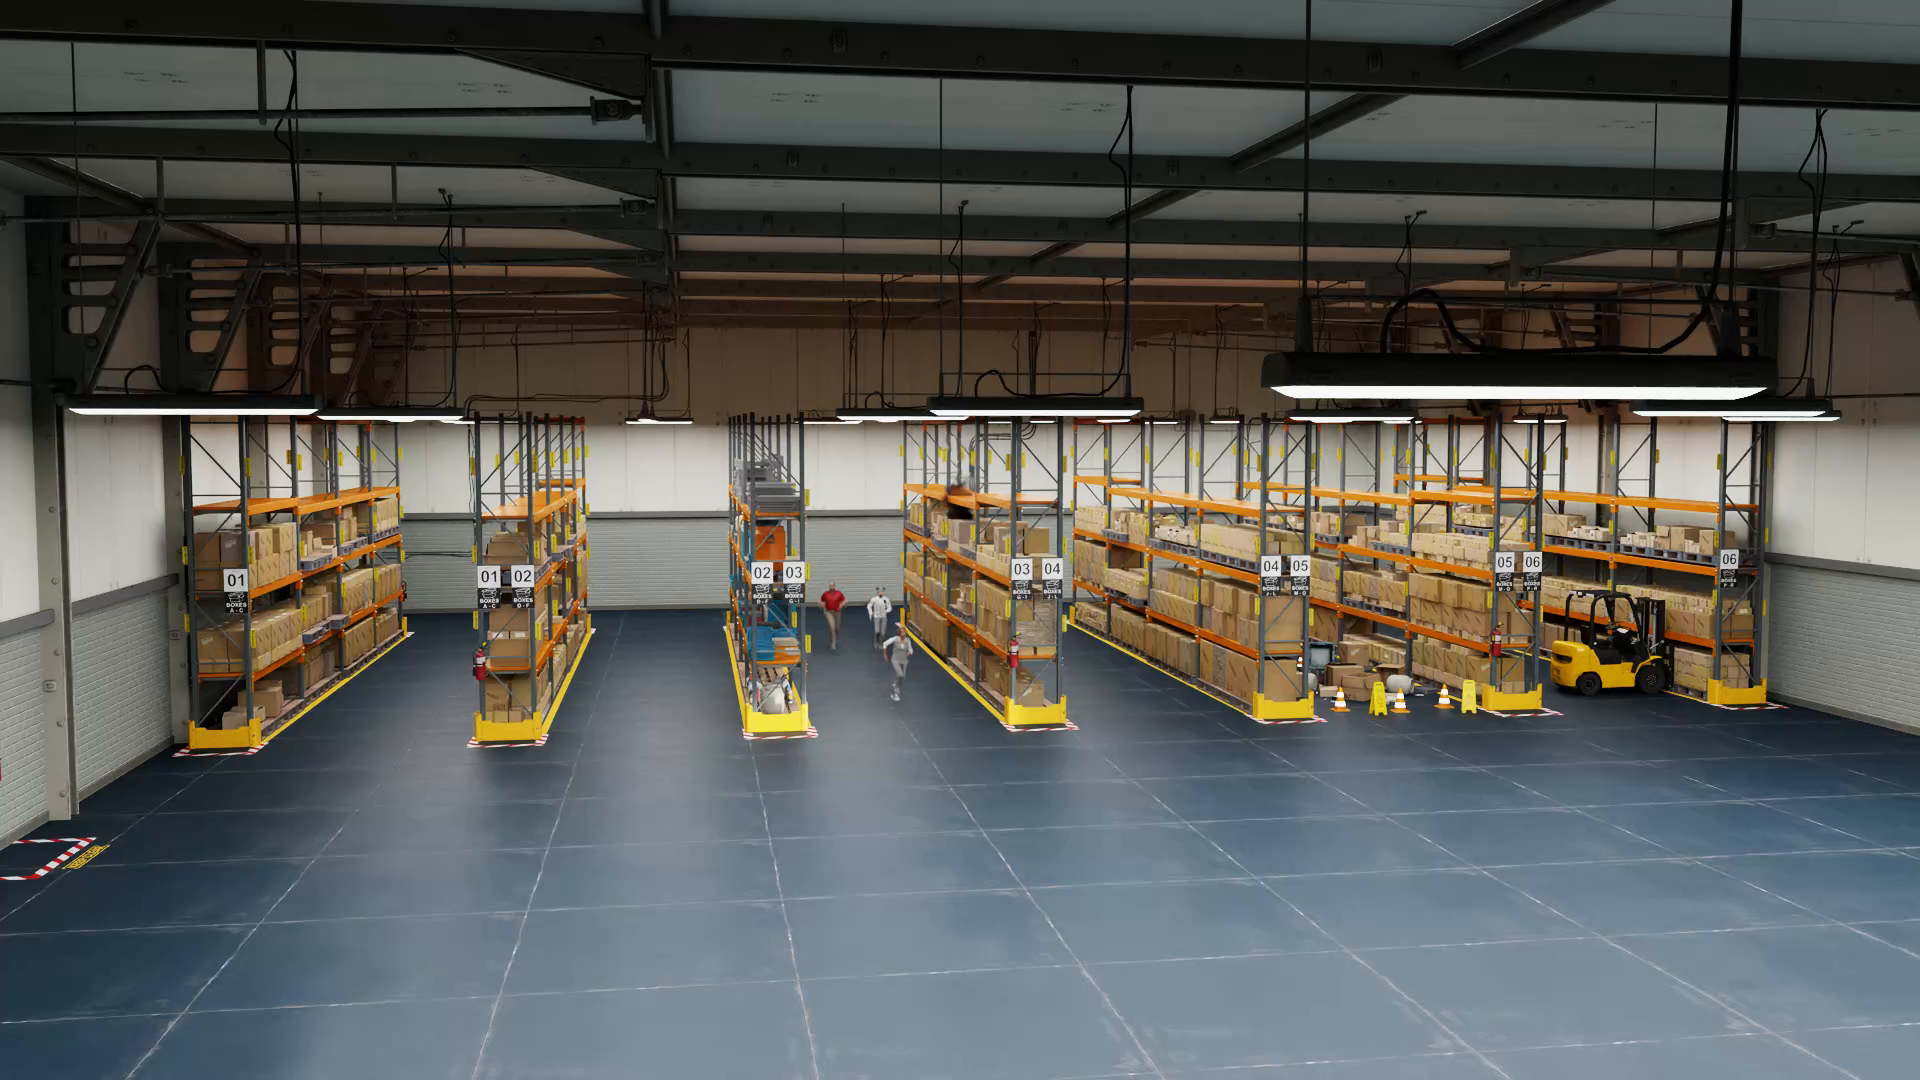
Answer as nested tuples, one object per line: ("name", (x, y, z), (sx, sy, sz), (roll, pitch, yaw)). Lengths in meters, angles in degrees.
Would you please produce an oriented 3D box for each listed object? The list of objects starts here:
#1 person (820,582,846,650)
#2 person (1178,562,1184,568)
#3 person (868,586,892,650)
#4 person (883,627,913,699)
("person", (-3.290, 1.944, 43.182), (0.654, 1.731, 0.829), (-1, 4, -11))
("person", (6.803, 1.384, 51.178), (0.957, 1.667, 0.569), (-2, 4, -25))
("person", (-2.039, 1.999, 42.430), (0.590, 1.655, 0.584), (-1, 4, -9))
("person", (-1.263, 2.579, 34.695), (0.569, 1.548, 0.682), (-2, 4, -22))
